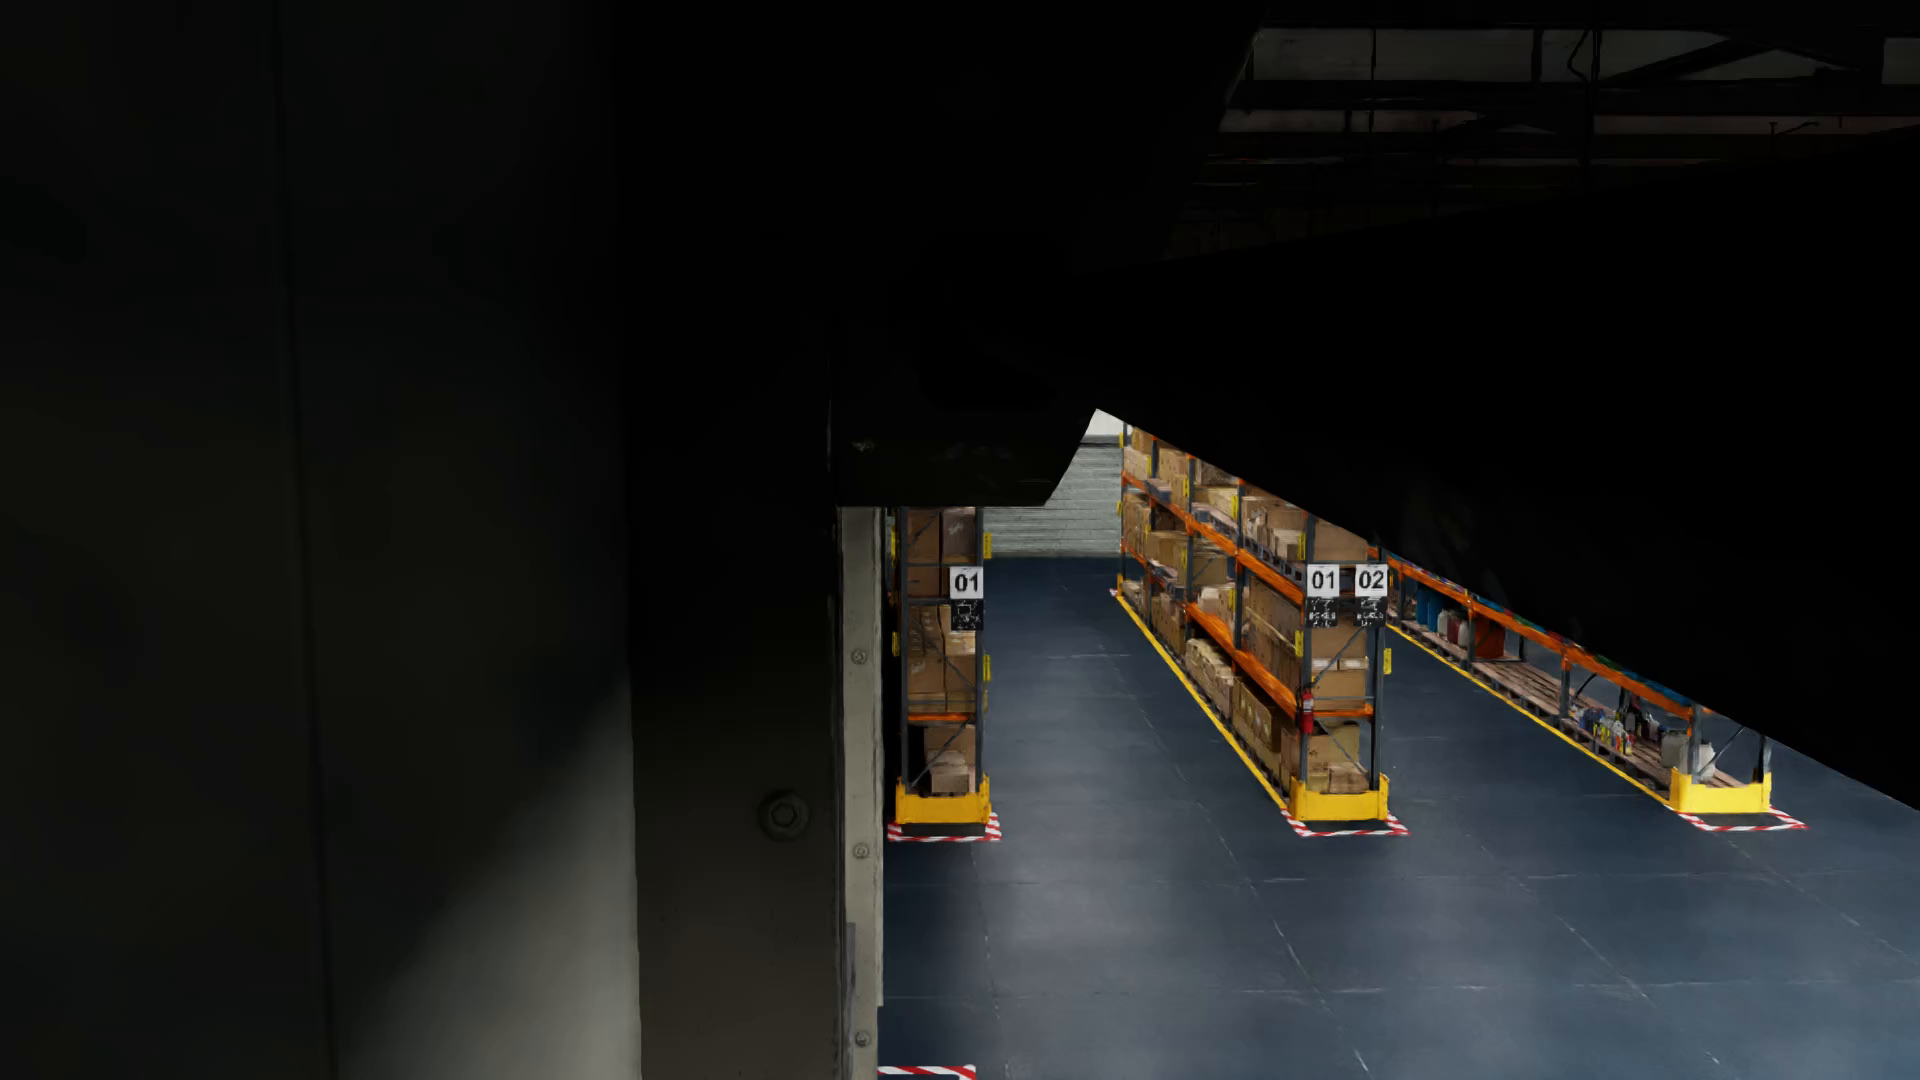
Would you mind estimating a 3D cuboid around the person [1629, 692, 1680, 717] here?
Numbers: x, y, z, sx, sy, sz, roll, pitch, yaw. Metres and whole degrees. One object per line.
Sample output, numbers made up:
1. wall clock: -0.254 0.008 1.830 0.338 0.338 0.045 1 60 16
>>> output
1. person: 10.759 1.926 25.698 0.615 1.602 0.811 -3 9 -21
